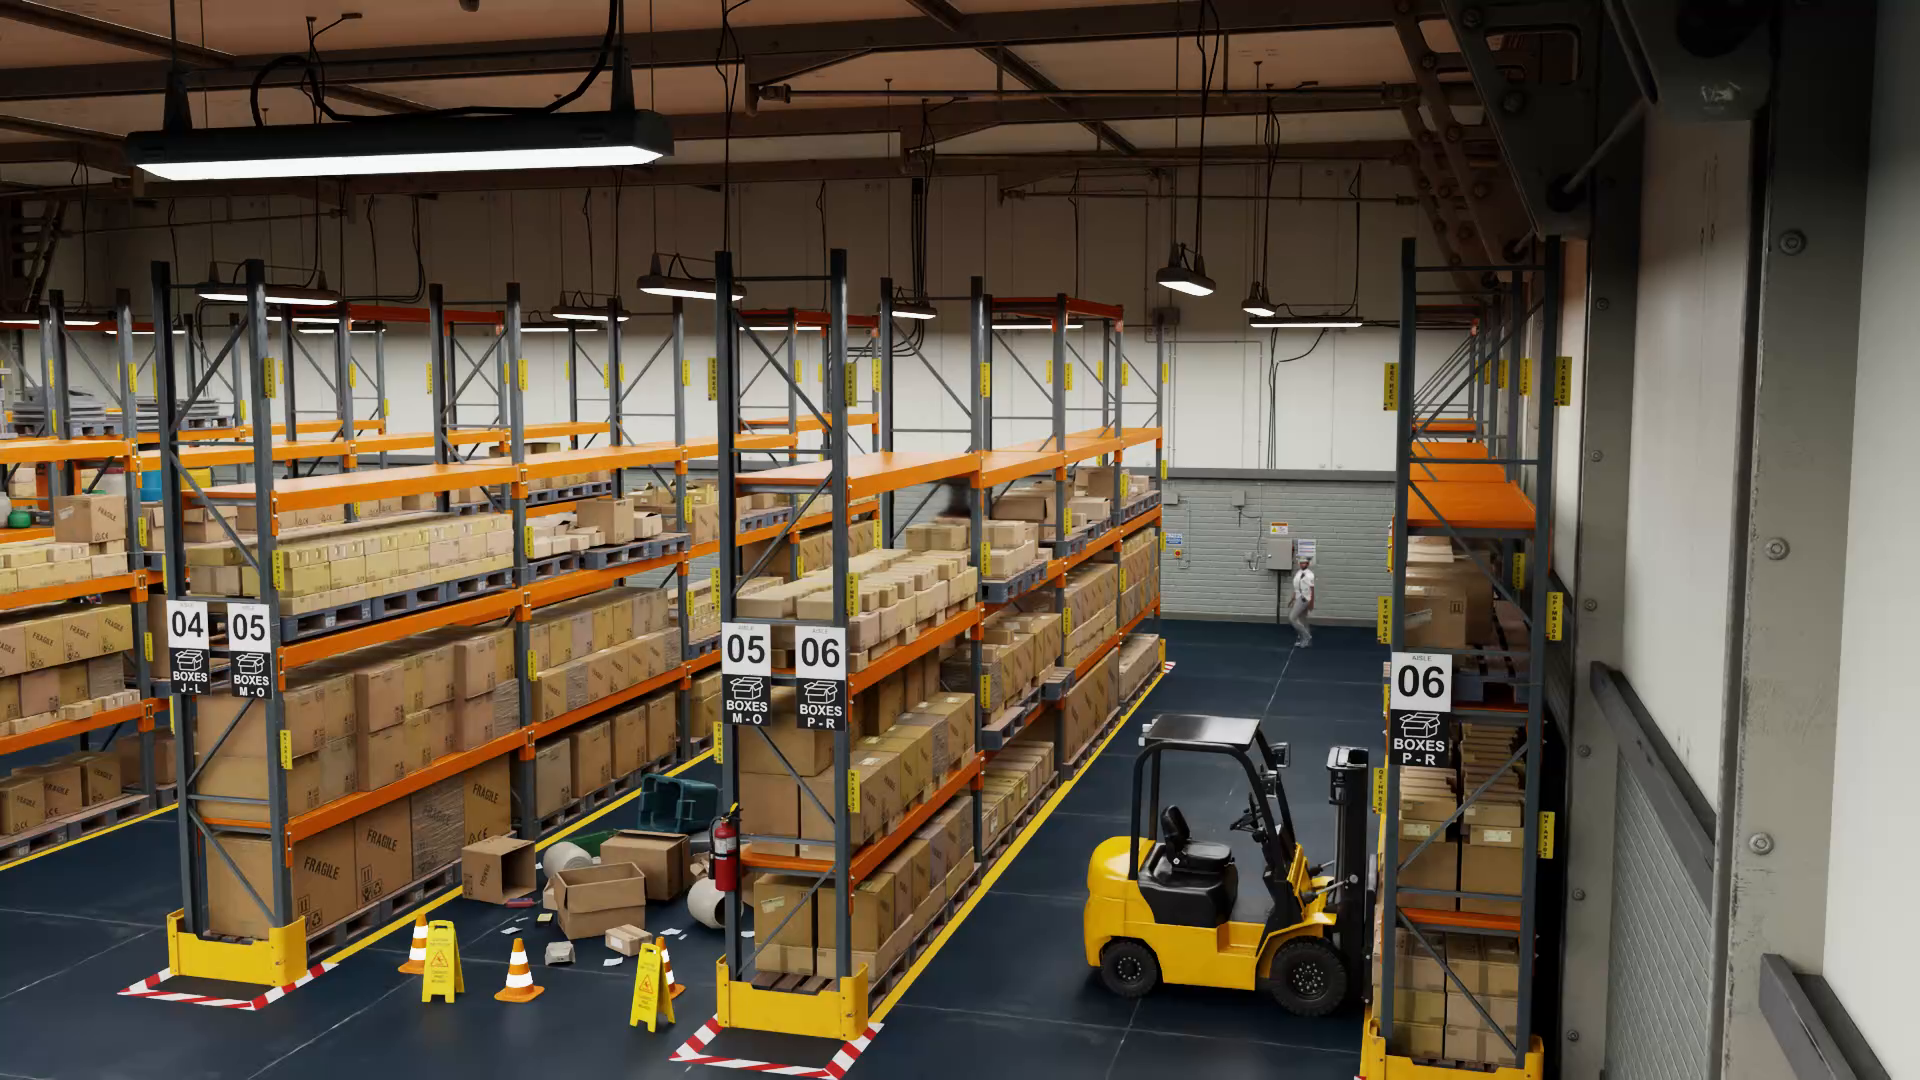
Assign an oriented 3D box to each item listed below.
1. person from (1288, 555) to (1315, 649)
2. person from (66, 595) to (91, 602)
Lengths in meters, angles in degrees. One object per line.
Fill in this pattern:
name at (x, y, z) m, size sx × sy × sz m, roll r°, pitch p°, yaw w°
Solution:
person at (6.213, 1.116, 30.290) m, size 0.456 × 1.702 × 0.431 m, roll 1°, pitch 6°, yaw 6°
person at (-14.250, 1.429, 26.951) m, size 0.471 × 1.764 × 0.601 m, roll 1°, pitch 6°, yaw 7°
